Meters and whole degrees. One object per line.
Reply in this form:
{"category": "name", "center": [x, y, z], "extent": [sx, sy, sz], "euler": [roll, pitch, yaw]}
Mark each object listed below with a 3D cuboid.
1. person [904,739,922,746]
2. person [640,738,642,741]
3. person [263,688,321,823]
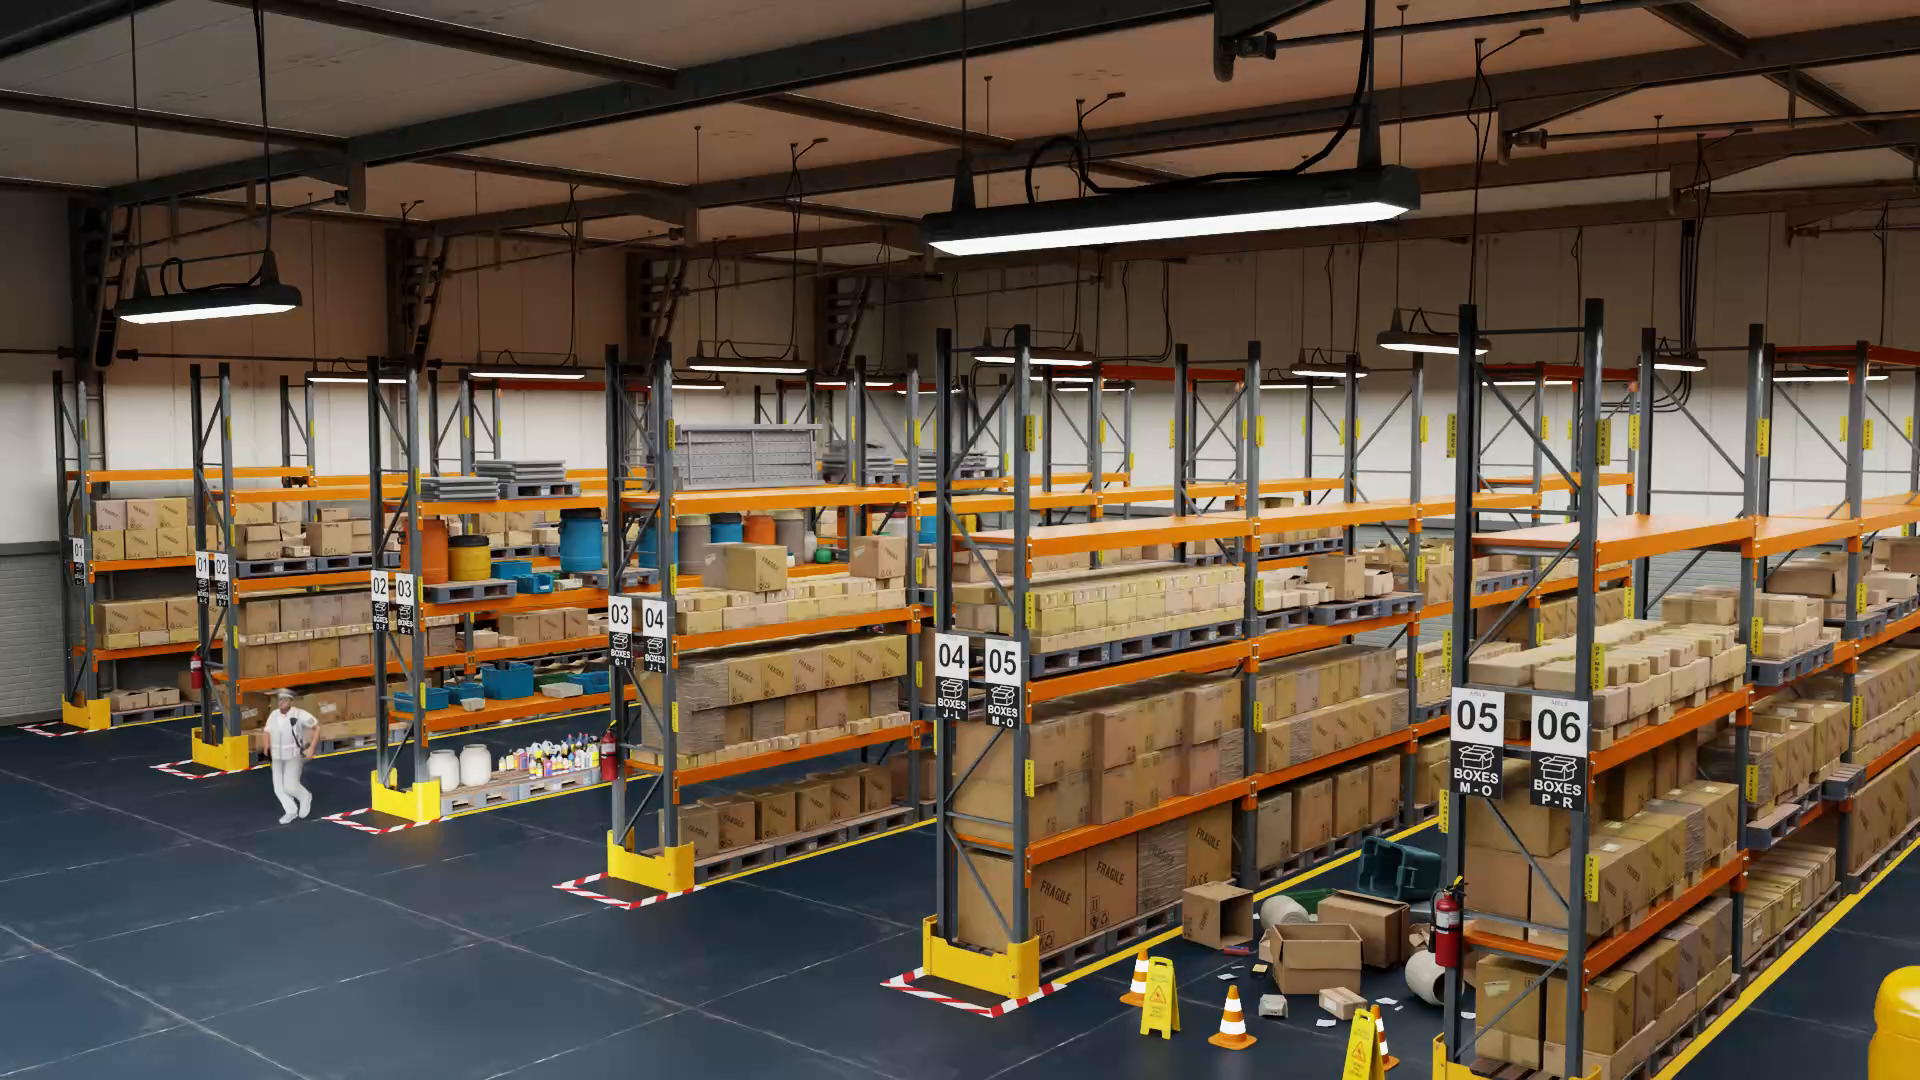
{"category": "person", "center": [-0.591, 2.406, 26.691], "extent": [0.706, 1.739, 0.941], "euler": [3, 5, 34]}
{"category": "person", "center": [-4.863, 2.409, 26.968], "extent": [0.547, 1.641, 0.817], "euler": [4, 6, 43]}
{"category": "person", "center": [-8.603, 2.756, 21.287], "extent": [0.708, 1.739, 0.590], "euler": [0, 4, 6]}
